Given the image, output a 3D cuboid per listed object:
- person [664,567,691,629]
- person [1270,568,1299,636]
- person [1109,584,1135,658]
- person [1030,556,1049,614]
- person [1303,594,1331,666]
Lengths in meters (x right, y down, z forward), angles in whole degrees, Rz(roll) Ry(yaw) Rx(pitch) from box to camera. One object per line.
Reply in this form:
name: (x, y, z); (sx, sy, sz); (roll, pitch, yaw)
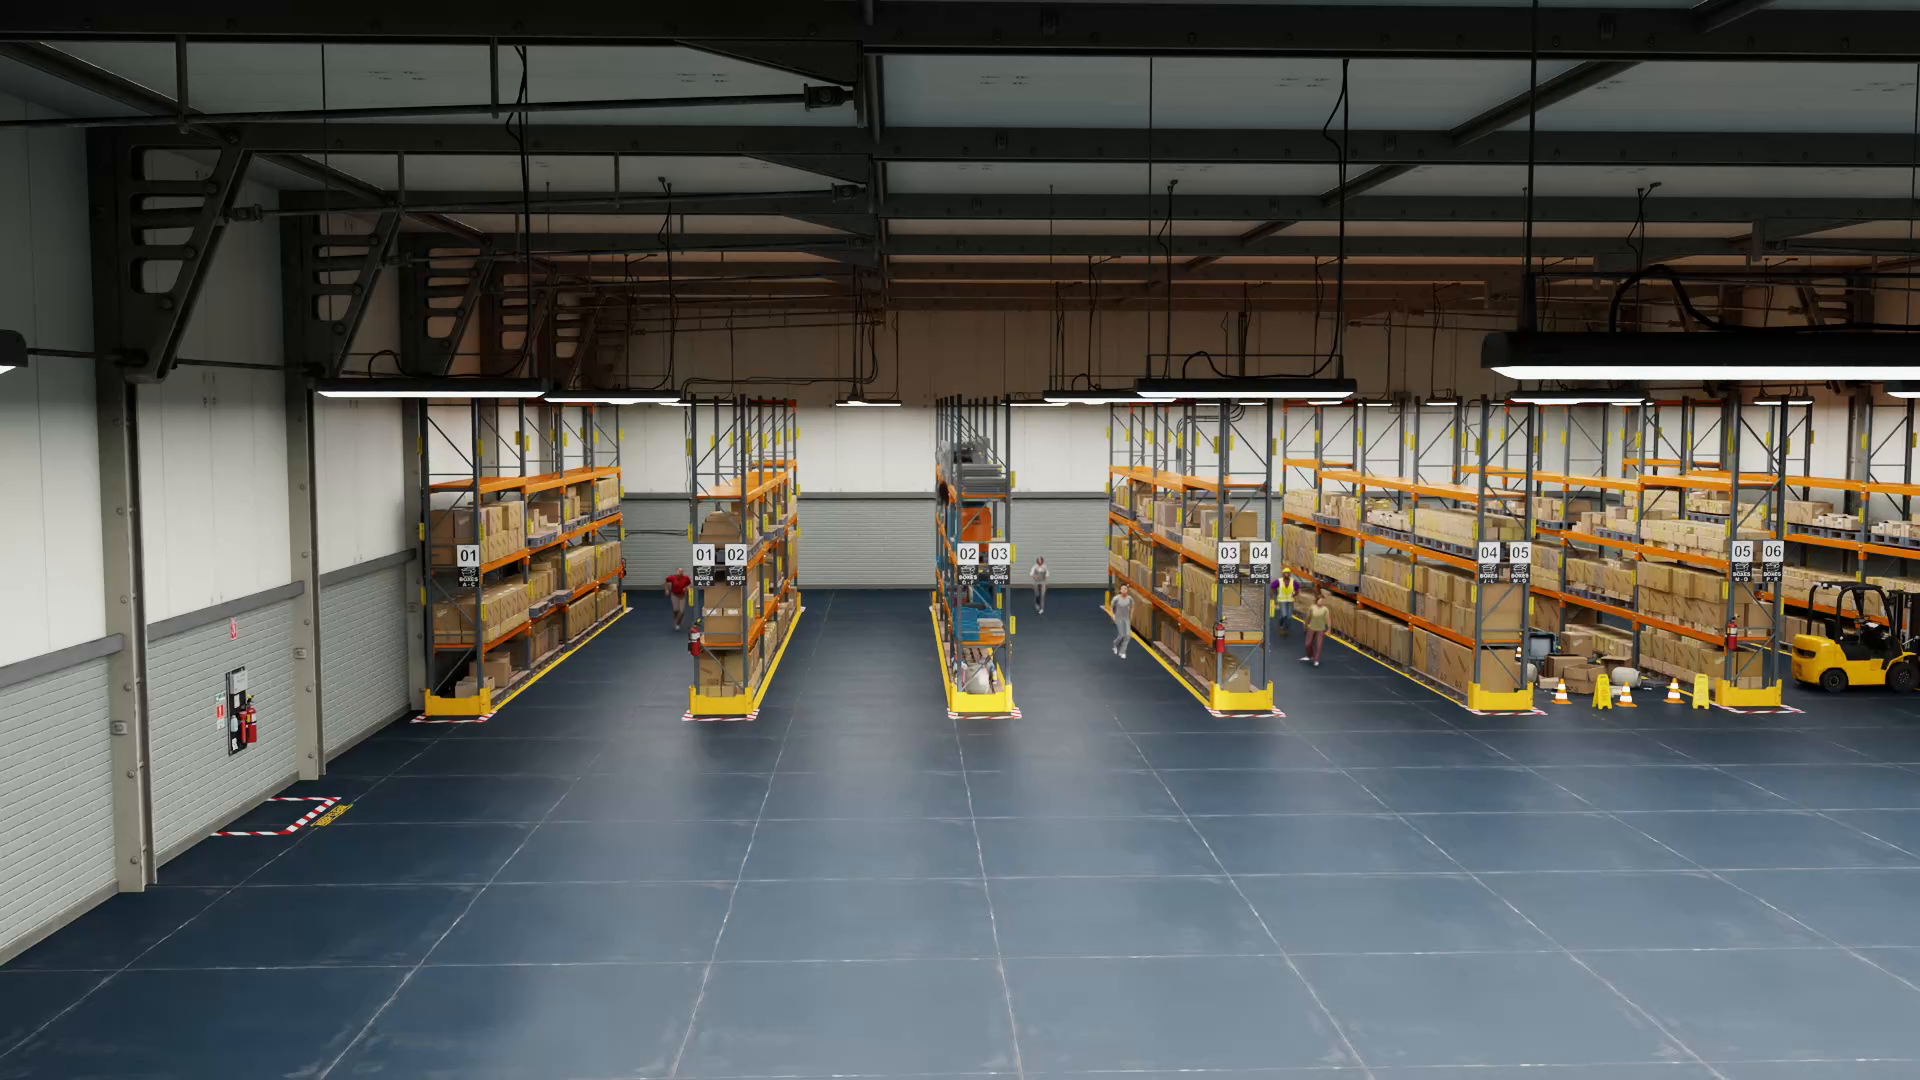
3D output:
person: (-7.296, 1.514, 43.117); (0.658, 1.650, 0.729); (-2, 5, -20)
person: (8.190, 1.554, 41.766); (0.676, 1.723, 0.656); (0, 5, -4)
person: (3.579, 1.762, 36.587); (0.574, 1.618, 0.554); (-1, 5, -17)
person: (2.227, 1.246, 46.705); (0.537, 1.592, 0.763); (0, 5, 5)
person: (7.950, 1.994, 37.055); (0.616, 1.626, 0.543); (1, 5, 13)
